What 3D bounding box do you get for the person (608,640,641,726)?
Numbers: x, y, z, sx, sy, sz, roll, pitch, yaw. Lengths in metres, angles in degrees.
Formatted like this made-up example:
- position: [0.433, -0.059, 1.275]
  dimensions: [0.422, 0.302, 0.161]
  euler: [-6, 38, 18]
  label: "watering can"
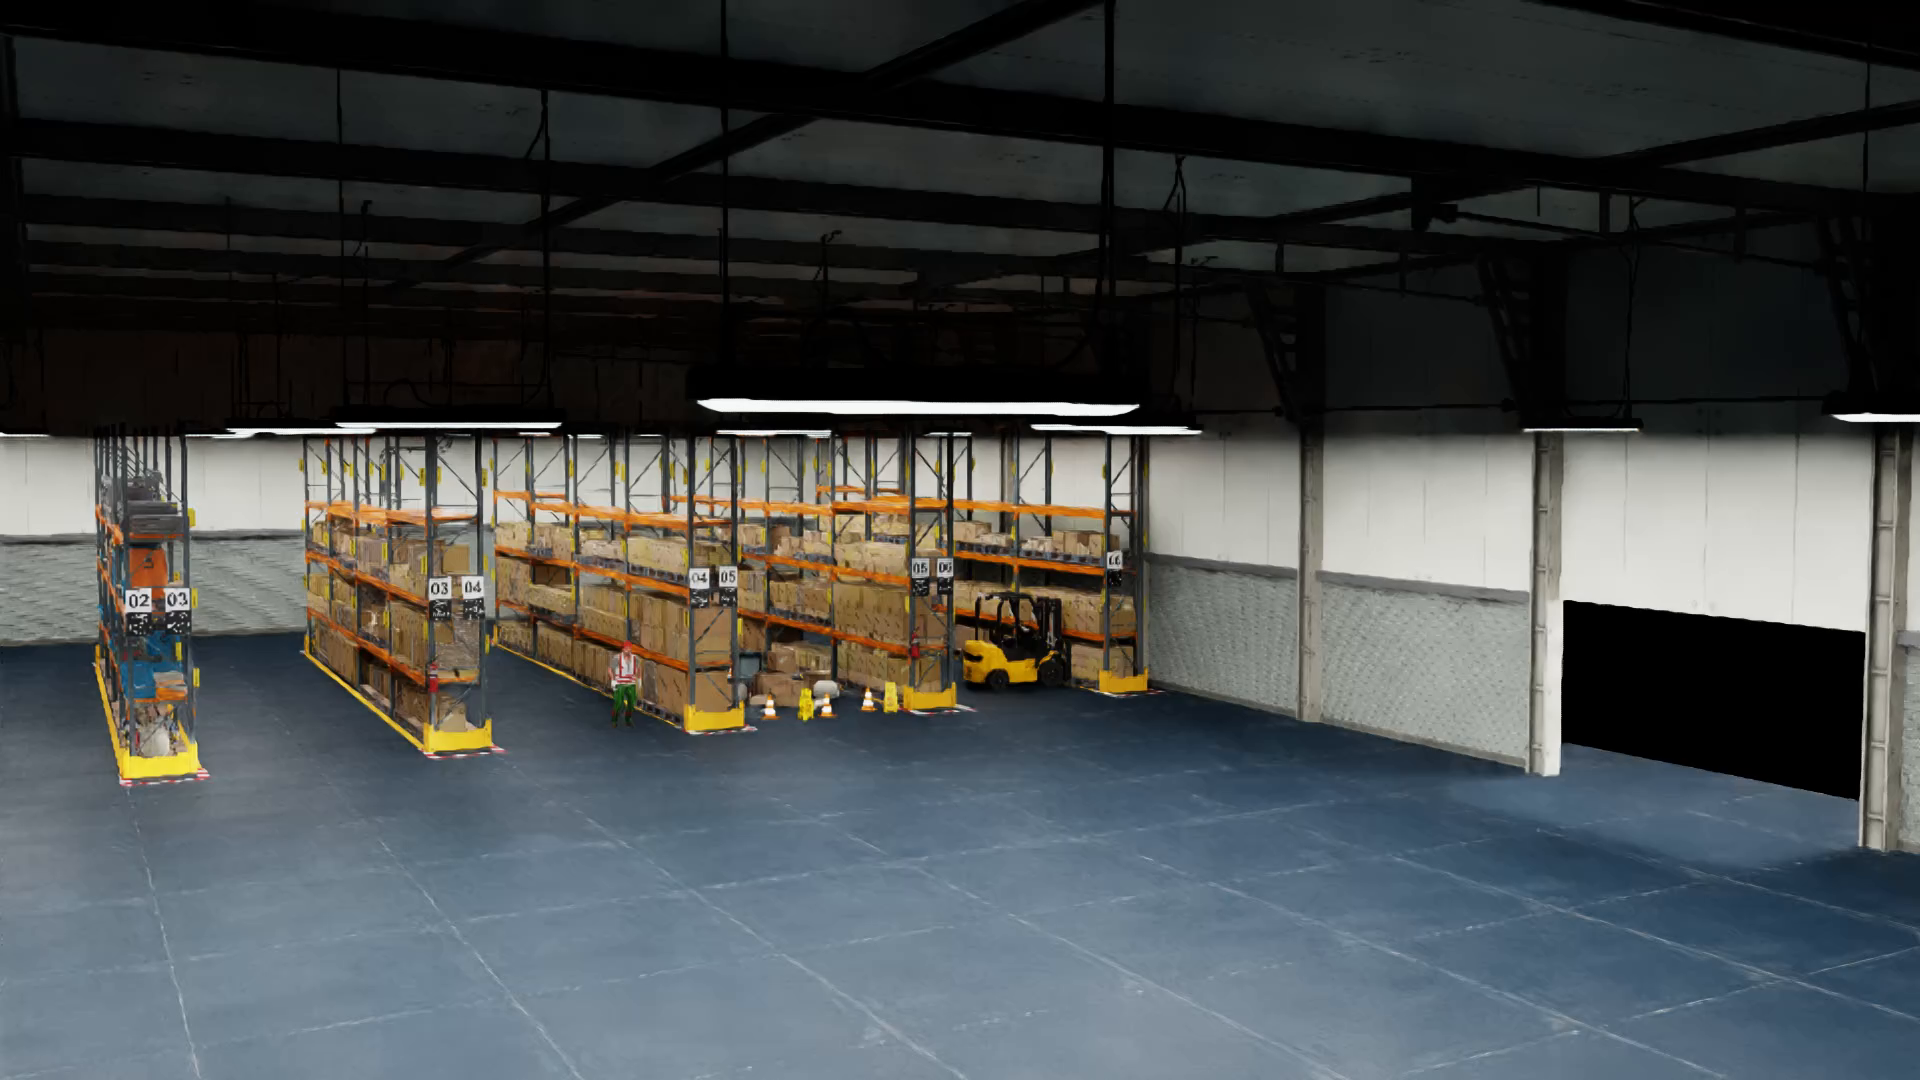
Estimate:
- position: [-6.665, 2.855, 33.108]
  dimensions: [0.677, 1.742, 0.547]
  euler: [-2, 4, -30]
  label: "person"
